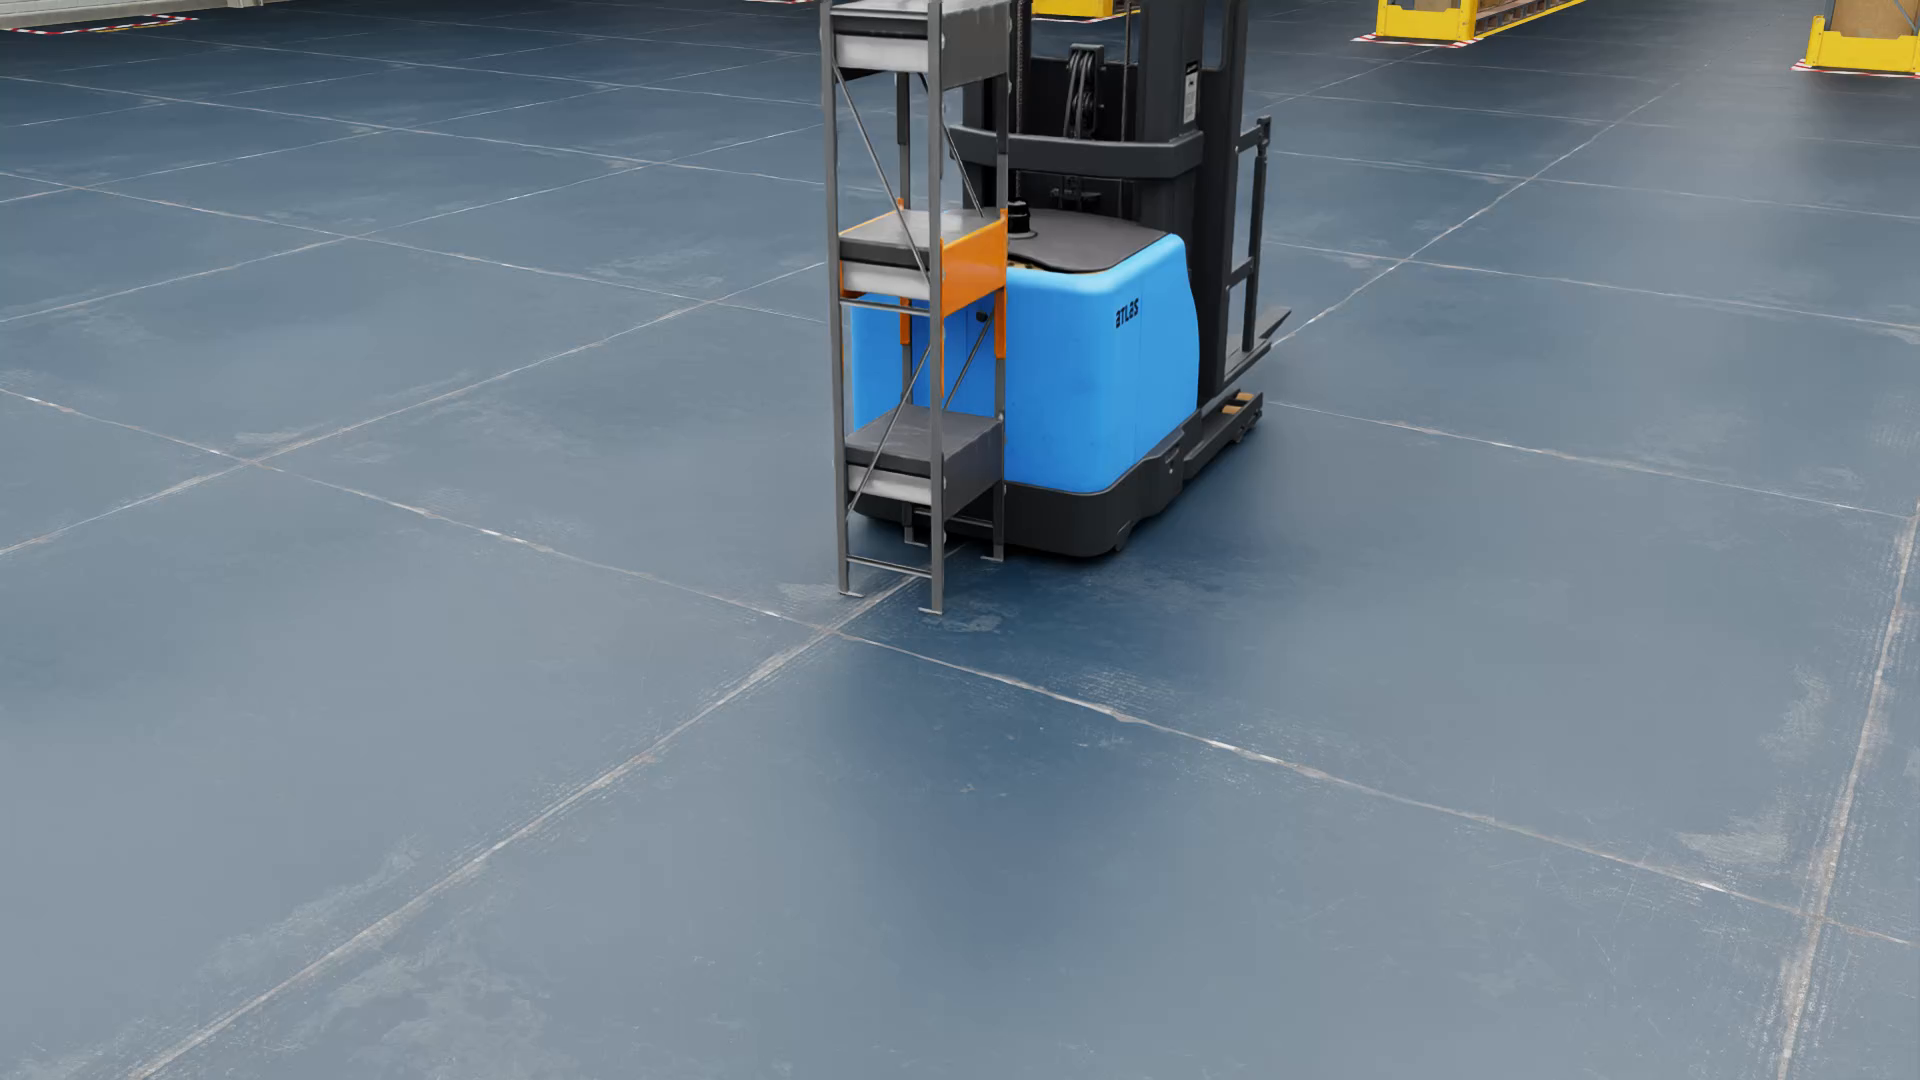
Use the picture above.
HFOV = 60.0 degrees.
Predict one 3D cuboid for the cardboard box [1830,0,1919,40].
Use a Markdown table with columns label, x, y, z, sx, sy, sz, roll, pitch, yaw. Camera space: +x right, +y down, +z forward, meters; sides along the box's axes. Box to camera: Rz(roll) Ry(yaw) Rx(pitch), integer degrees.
| label | x | y | z | sx | sy | sz | roll | pitch | yaw |
| --- | --- | --- | --- | --- | --- | --- | --- | --- | --- |
| cardboard box | 10.219 | -6.024 | 18.535 | 0.875 | 0.875 | 0.875 | 14 | 27 | 29 |

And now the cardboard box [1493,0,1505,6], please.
| label | x | y | z | sx | sy | sz | roll | pitch | yaw |
| --- | --- | --- | --- | --- | --- | --- | --- | --- | --- |
| cardboard box | 7.065 | -7.485 | 22.383 | 0.500 | 0.500 | 0.500 | 11 | 26 | 24 |

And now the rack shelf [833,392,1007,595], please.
| label | x | y | z | sx | sy | sz | roll | pitch | yaw |
| --- | --- | --- | --- | --- | --- | --- | --- | --- | --- |
| rack shelf | -0.132 | -0.172 | 5.801 | 0.431 | 0.518 | 0.480 | 11 | 26 | 24 |

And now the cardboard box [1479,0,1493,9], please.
| label | x | y | z | sx | sy | sz | roll | pitch | yaw |
| --- | --- | --- | --- | --- | --- | --- | --- | --- | --- |
| cardboard box | 6.733 | -7.306 | 21.969 | 0.500 | 0.500 | 0.500 | 17 | 29 | 34 |

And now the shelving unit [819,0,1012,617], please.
| label | x | y | z | sx | sy | sz | roll | pitch | yaw |
| --- | --- | --- | --- | --- | --- | --- | --- | --- | --- |
| shelving unit | -0.132 | -0.827 | 5.517 | 0.431 | 2.100 | 0.503 | 11 | 26 | 24 |

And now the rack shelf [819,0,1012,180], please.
| label | x | y | z | sx | sy | sz | roll | pitch | yaw |
| --- | --- | --- | --- | --- | --- | --- | --- | --- | --- |
| rack shelf | -0.132 | -1.457 | 5.244 | 0.431 | 0.518 | 0.480 | 11 | 26 | 24 |

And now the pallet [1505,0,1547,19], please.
| label | x | y | z | sx | sy | sz | roll | pitch | yaw |
| --- | --- | --- | --- | --- | --- | --- | --- | --- | --- |
| pallet | 7.542 | -7.473 | 23.247 | 1.003 | 0.211 | 1.213 | 14 | 27 | 29 |

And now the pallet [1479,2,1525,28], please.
| label | x | y | z | sx | sy | sz | roll | pitch | yaw |
| --- | --- | --- | --- | --- | --- | --- | --- | --- | --- |
| pallet | 6.900 | -7.060 | 22.292 | 1.003 | 0.211 | 1.213 | 14 | 27 | 29 |

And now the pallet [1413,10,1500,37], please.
| label | x | y | z | sx | sy | sz | roll | pitch | yaw |
| --- | --- | --- | --- | --- | --- | --- | --- | --- | --- |
| pallet | 6.255 | -6.650 | 21.345 | 1.003 | 0.211 | 1.213 | 14 | 27 | 29 |

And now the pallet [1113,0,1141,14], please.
| label | x | y | z | sx | sy | sz | roll | pitch | yaw |
| --- | --- | --- | --- | --- | --- | --- | --- | --- | --- |
| pallet | 1.982 | -7.704 | 23.780 | 1.003 | 0.211 | 1.213 | 14 | 27 | 29 |

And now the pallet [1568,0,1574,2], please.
| label | x | y | z | sx | sy | sz | roll | pitch | yaw |
| --- | --- | --- | --- | --- | --- | --- | --- | --- | --- |
| pallet | 8.919 | -8.384 | 25.351 | 1.003 | 0.211 | 1.213 | 14 | 27 | 29 |

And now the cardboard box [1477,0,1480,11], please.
| label | x | y | z | sx | sy | sz | roll | pitch | yaw |
| --- | --- | --- | --- | --- | --- | --- | --- | --- | --- |
| cardboard box | 6.386 | -7.099 | 21.490 | 0.500 | 0.500 | 0.500 | -20 | 31 | -39 |

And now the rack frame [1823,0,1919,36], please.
| label | x | y | z | sx | sy | sz | roll | pitch | yaw |
| --- | --- | --- | --- | --- | --- | --- | --- | --- | --- |
| rack frame | 9.917 | -6.563 | 17.636 | 1.000 | 3.000 | 0.127 | 14 | 27 | 29 |

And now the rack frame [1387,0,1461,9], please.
| label | x | y | z | sx | sy | sz | roll | pitch | yaw |
| --- | --- | --- | --- | --- | --- | --- | --- | --- | --- |
| rack frame | 5.757 | -7.637 | 20.116 | 1.000 | 3.000 | 0.127 | 14 | 27 | 29 |

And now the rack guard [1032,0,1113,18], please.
| label | x | y | z | sx | sy | sz | roll | pitch | yaw |
| --- | --- | --- | --- | --- | --- | --- | --- | --- | --- |
| rack guard | 1.549 | -7.563 | 23.092 | 1.175 | 0.500 | 0.348 | 14 | 27 | 29 |

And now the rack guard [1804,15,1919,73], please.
| label | x | y | z | sx | sy | sz | roll | pitch | yaw |
| --- | --- | --- | --- | --- | --- | --- | --- | --- | --- |
| rack guard | 9.904 | -5.408 | 18.114 | 1.175 | 0.500 | 0.348 | 14 | 27 | 29 |

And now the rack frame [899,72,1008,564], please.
| label | x | y | z | sx | sy | sz | roll | pitch | yaw |
| --- | --- | --- | --- | --- | --- | --- | --- | --- | --- |
| rack frame | -0.023 | -0.914 | 5.718 | 0.400 | 2.100 | 0.015 | 11 | 26 | 24 |

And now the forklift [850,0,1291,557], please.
| label | x | y | z | sx | sy | sz | roll | pitch | yaw |
| --- | --- | --- | --- | --- | --- | --- | --- | --- | --- |
| forklift | 0.695 | -1.835 | 6.799 | 1.130 | 2.935 | 3.031 | 11 | 26 | 24 |

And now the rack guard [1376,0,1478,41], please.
| label | x | y | z | sx | sy | sz | roll | pitch | yaw |
| --- | --- | --- | --- | --- | --- | --- | --- | --- | --- |
| rack guard | 5.797 | -6.516 | 20.671 | 1.175 | 0.500 | 0.348 | 14 | 27 | 29 |

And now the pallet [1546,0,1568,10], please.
| label | x | y | z | sx | sy | sz | roll | pitch | yaw |
| --- | --- | --- | --- | --- | --- | --- | --- | --- | --- |
| pallet | 8.276 | -7.970 | 24.396 | 1.003 | 0.211 | 1.213 | 14 | 27 | 29 |

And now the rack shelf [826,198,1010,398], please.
| label | x | y | z | sx | sy | sz | roll | pitch | yaw |
| --- | --- | --- | --- | --- | --- | --- | --- | --- | --- |
| rack shelf | -0.132 | -0.814 | 5.523 | 0.431 | 0.518 | 0.480 | 11 | 26 | 24 |

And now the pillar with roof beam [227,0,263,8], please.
| label | x | y | z | sx | sy | sz | roll | pitch | yaw |
| --- | --- | --- | --- | --- | --- | --- | --- | --- | --- |
| pillar with roof beam | -6.741 | -10.994 | 20.320 | 9.100 | 9.000 | 0.400 | 14 | 27 | 29 |

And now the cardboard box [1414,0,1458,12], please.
| label | x | y | z | sx | sy | sz | roll | pitch | yaw |
| --- | --- | --- | --- | --- | --- | --- | --- | --- | --- |
| cardboard box | 6.100 | -6.890 | 21.007 | 0.500 | 0.500 | 0.500 | 20 | 30 | 38 |

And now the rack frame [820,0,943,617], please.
| label | x | y | z | sx | sy | sz | roll | pitch | yaw |
| --- | --- | --- | --- | --- | --- | --- | --- | --- | --- |
| rack frame | -0.241 | -0.740 | 5.317 | 0.400 | 2.100 | 0.015 | 11 | 26 | 24 |
